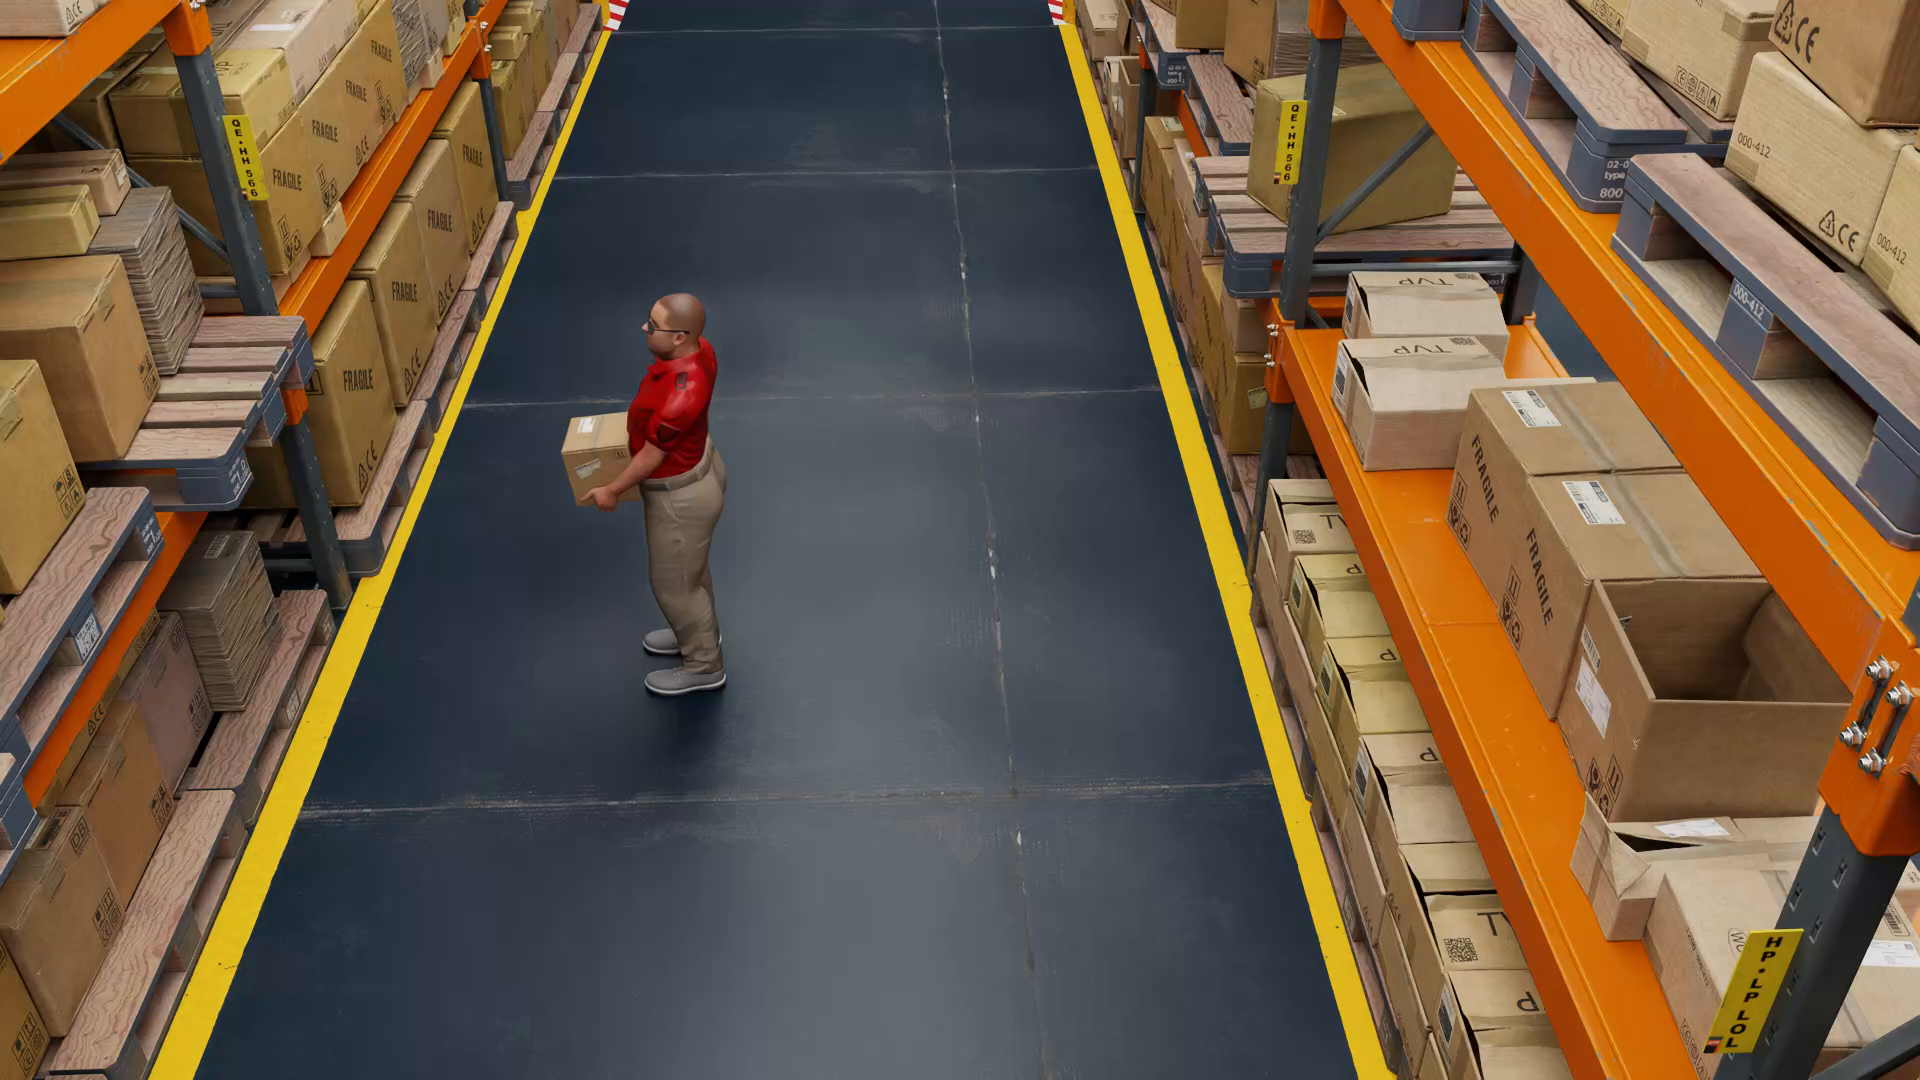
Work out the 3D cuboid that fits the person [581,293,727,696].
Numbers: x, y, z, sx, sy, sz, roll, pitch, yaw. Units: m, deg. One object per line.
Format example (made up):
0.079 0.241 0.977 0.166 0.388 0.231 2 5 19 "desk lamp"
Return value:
-1.171 -0.173 6.418 0.531 1.712 0.493 -1 35 -2 "person"
